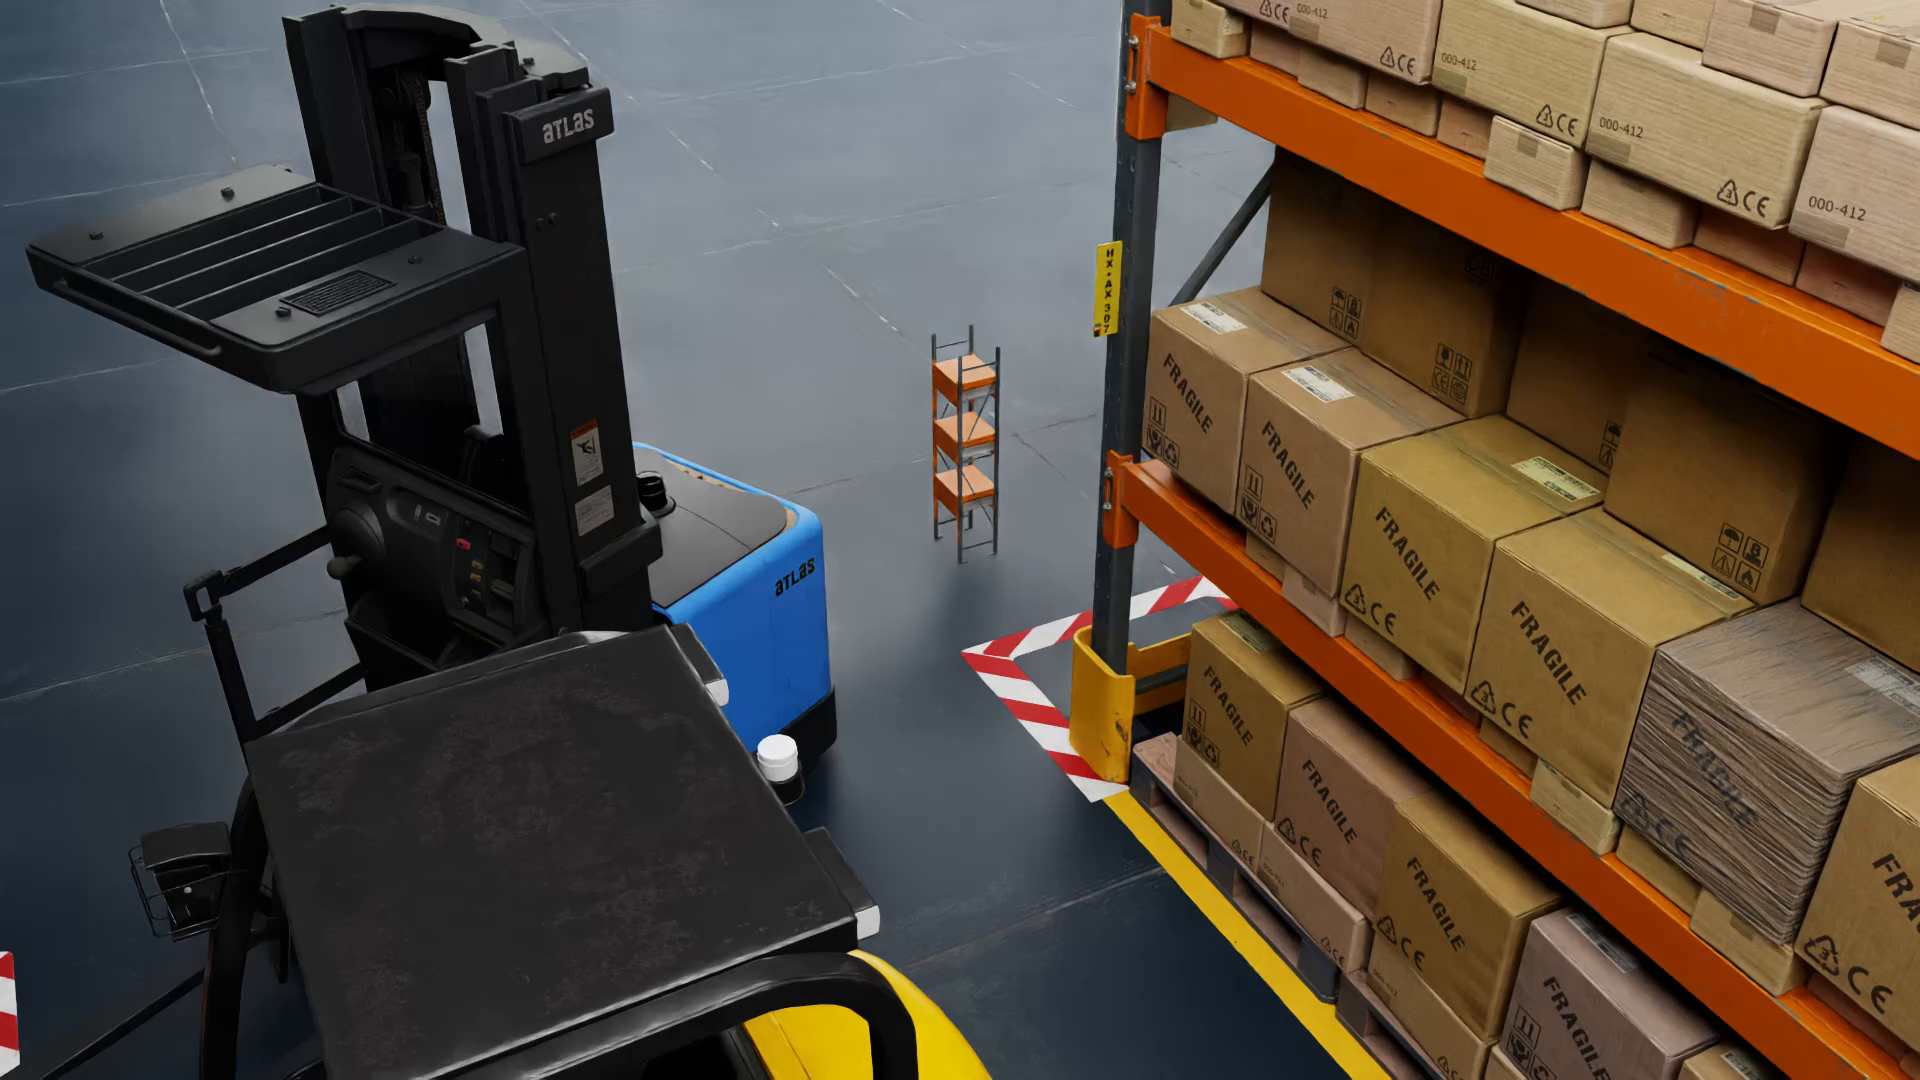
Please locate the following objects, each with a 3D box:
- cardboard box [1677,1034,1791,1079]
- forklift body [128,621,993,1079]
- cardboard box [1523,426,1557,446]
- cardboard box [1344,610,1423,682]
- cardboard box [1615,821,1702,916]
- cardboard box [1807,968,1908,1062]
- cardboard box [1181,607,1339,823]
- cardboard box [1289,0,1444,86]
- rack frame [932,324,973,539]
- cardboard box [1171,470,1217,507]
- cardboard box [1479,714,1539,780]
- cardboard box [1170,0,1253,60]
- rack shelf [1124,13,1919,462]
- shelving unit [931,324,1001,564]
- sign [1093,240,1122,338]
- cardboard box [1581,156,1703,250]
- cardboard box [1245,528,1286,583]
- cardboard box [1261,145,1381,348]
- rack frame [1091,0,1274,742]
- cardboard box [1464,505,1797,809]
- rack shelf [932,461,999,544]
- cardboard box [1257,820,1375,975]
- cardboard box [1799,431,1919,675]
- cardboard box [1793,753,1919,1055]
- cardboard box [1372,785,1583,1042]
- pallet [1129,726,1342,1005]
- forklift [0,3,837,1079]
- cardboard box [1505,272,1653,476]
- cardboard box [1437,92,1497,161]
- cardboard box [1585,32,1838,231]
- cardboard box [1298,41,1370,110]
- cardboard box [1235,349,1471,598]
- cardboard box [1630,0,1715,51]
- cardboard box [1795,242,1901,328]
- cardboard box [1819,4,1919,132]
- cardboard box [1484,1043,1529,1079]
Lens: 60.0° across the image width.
[{"bbox_3d":[2.080,1.524,4.055,0.500,0.500,0.500,-15,36,-22],"label":"cardboard box"},{"bbox_3d":[-0.925,1.461,3.476,2.313,2.155,1.214,-16,36,-23],"label":"forklift body"},{"bbox_3d":[1.923,-0.091,4.743,0.500,0.500,0.500,-16,36,-23],"label":"cardboard box"},{"bbox_3d":[1.352,0.239,4.830,0.380,0.149,0.250,-15,36,-22],"label":"cardboard box"},{"bbox_3d":[1.843,0.731,4.061,0.380,0.149,0.250,-17,36,-24],"label":"cardboard box"},{"bbox_3d":[2.133,0.961,3.702,0.380,0.149,0.250,-16,36,-24],"label":"cardboard box"},{"bbox_3d":[1.110,0.538,5.594,0.500,0.500,0.500,-17,36,-25],"label":"cardboard box"},{"bbox_3d":[1.192,-1.368,4.188,0.500,0.250,0.500,-16,36,-24],"label":"cardboard box"},{"bbox_3d":[-0.032,-0.475,7.518,0.200,1.050,0.008,-16,36,-23],"label":"rack frame"},{"bbox_3d":[0.942,-0.273,5.628,0.380,0.149,0.250,-16,36,-23],"label":"cardboard box"},{"bbox_3d":[1.625,0.483,4.448,0.380,0.149,0.250,-17,36,-24],"label":"cardboard box"},{"bbox_3d":[0.834,-1.510,4.779,0.380,0.149,0.250,-16,36,-23],"label":"cardboard box"},{"bbox_3d":[1.899,-0.599,3.790,1.077,0.370,4.000,-16,36,-23],"label":"rack shelf"},{"bbox_3d":[0.025,-0.417,7.427,0.215,1.050,0.252,-16,36,-23],"label":"shelving unit"},{"bbox_3d":[0.487,-0.821,5.448,0.100,0.325,0.005,-16,36,-23],"label":"sign"},{"bbox_3d":[1.599,-0.779,3.637,0.380,0.149,0.250,-17,36,-24],"label":"cardboard box"},{"bbox_3d":[1.124,-0.009,5.216,0.380,0.149,0.250,-17,36,-25],"label":"cardboard box"},{"bbox_3d":[1.398,-0.992,5.223,0.700,0.500,0.500,-17,36,-24],"label":"cardboard box"},{"bbox_3d":[0.967,-0.593,5.895,1.000,3.000,0.127,-16,36,-23],"label":"rack frame"},{"bbox_3d":[1.669,0.265,4.187,0.500,0.500,0.500,-17,36,-24],"label":"cardboard box"},{"bbox_3d":[0.025,-0.174,7.583,0.215,0.259,0.240,-16,36,-23],"label":"rack shelf"},{"bbox_3d":[1.329,1.088,5.431,0.500,0.250,0.500,-15,35,-21],"label":"cardboard box"},{"bbox_3d":[2.389,-0.033,3.725,0.700,0.500,0.500,-17,36,-24],"label":"cardboard box"},{"bbox_3d":[2.158,0.755,3.422,0.500,0.500,0.500,-15,35,-22],"label":"cardboard box"},{"bbox_3d":[1.584,1.028,4.829,0.500,0.500,0.500,-15,36,-22],"label":"cardboard box"},{"bbox_3d":[1.350,1.014,5.971,1.003,0.211,1.213,-16,36,-23],"label":"pallet"},{"bbox_3d":[-1.746,0.067,4.928,1.130,2.935,3.031,21,38,30],"label":"forklift"},{"bbox_3d":[1.956,-0.531,4.504,0.700,0.500,0.500,-16,36,-24],"label":"cardboard box"},{"bbox_3d":[1.393,-1.035,4.037,0.380,0.149,0.250,-17,36,-25],"label":"cardboard box"},{"bbox_3d":[1.676,-0.879,3.423,0.500,0.250,0.500,-15,36,-22],"label":"cardboard box"},{"bbox_3d":[1.129,-1.272,4.408,0.380,0.149,0.250,-15,36,-22],"label":"cardboard box"},{"bbox_3d":[1.186,-0.218,4.941,0.500,0.500,0.500,-15,35,-22],"label":"cardboard box"},{"bbox_3d":[1.634,-1.131,3.448,0.380,0.149,0.250,-15,36,-22],"label":"cardboard box"},{"bbox_3d":[1.901,-0.555,3.288,0.380,0.149,0.250,-15,36,-22],"label":"cardboard box"},{"bbox_3d":[1.826,-0.876,3.049,0.380,0.149,0.250,-15,36,-23],"label":"cardboard box"},{"bbox_3d":[1.828,1.587,4.652,0.500,0.250,0.500,-15,36,-22],"label":"cardboard box"}]
